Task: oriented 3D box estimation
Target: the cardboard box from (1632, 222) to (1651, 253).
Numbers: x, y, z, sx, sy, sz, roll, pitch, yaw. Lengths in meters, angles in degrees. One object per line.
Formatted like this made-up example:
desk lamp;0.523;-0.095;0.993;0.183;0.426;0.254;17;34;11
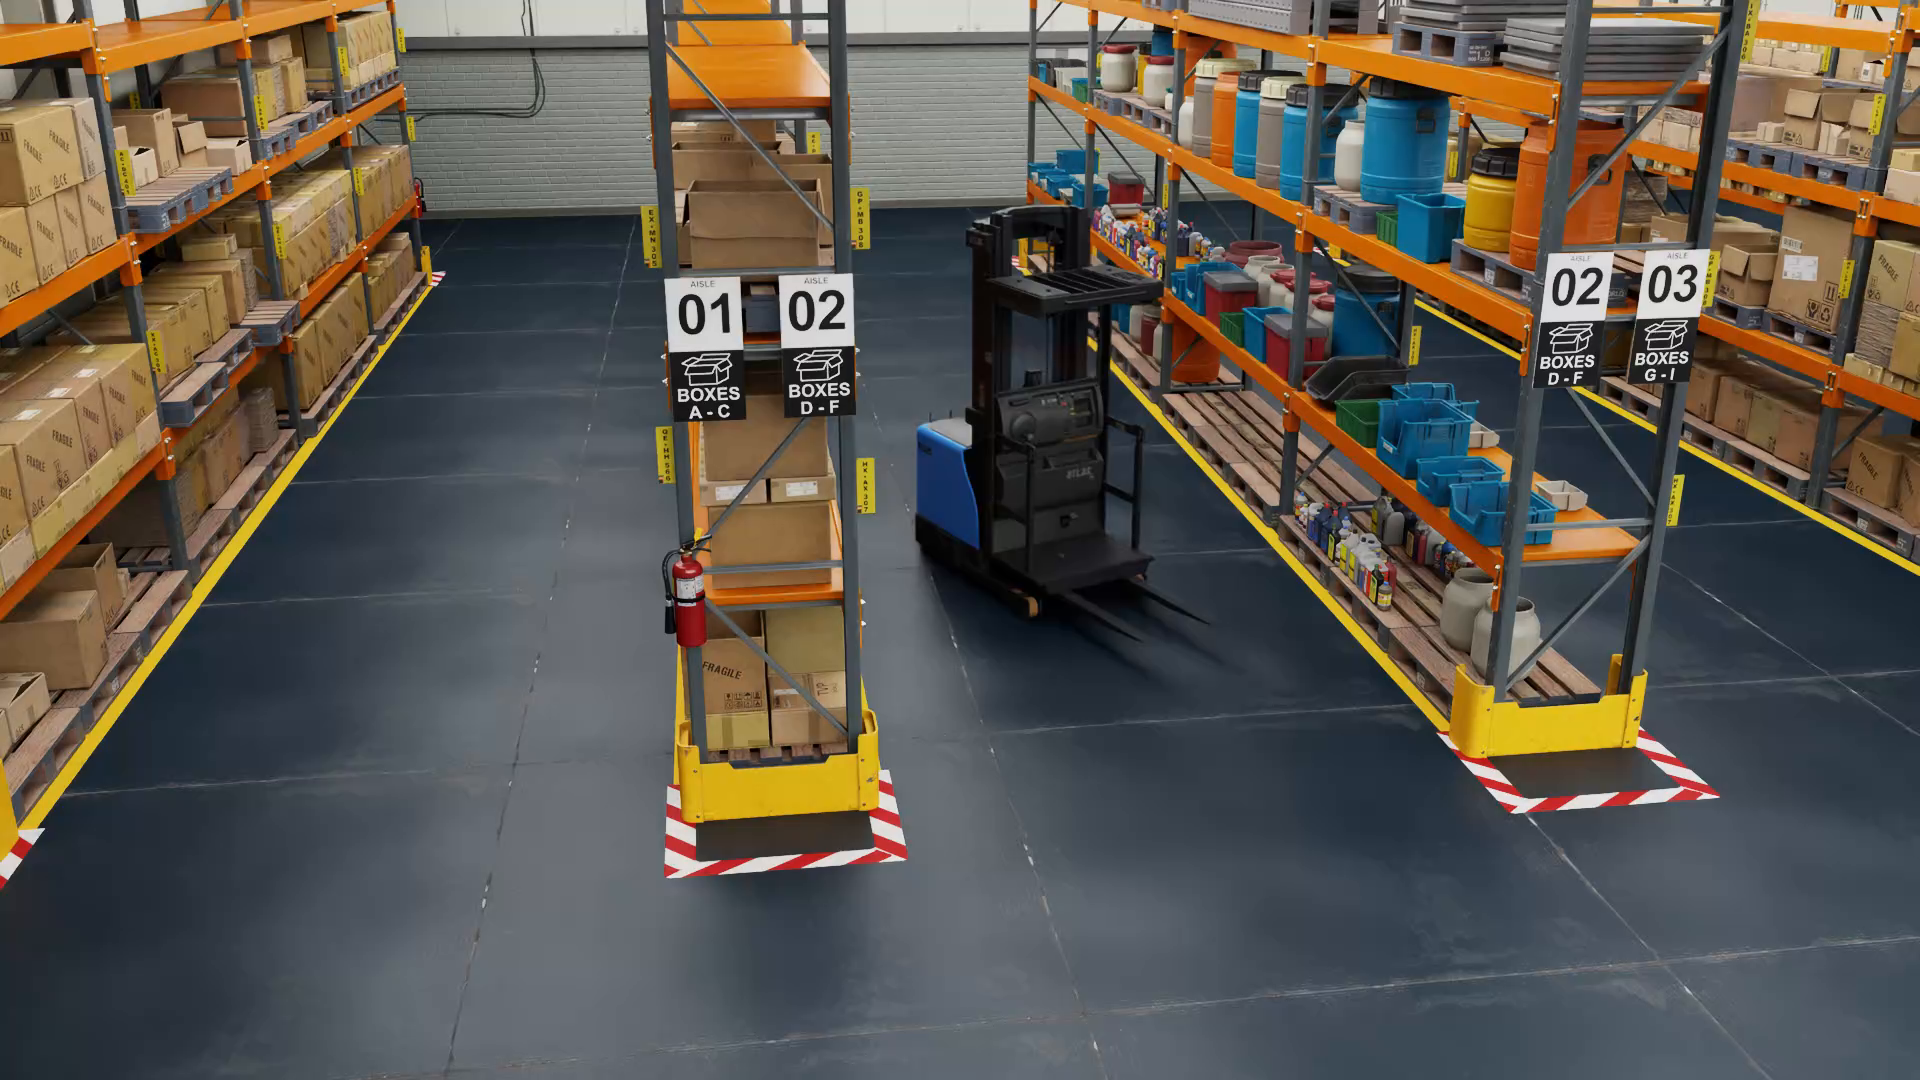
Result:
cardboard box;7.767;-3.335;18.714;0.500;0.500;0.500;-2;21;-6

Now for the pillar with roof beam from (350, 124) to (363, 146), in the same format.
pillar with roof beam;-5.275;-9.045;25.571;9.100;9.000;0.400;-3;21;-8

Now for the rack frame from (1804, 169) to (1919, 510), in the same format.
rack frame;8.144;-1.721;14.536;1.000;3.000;0.127;-3;21;-8

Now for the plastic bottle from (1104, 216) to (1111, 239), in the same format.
plastic bottle;1.822;-3.833;20.375;0.097;0.271;0.097;0;20;0

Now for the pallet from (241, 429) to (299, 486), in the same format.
pallet;-7.026;-0.779;16.001;1.003;0.211;1.213;-3;21;-8

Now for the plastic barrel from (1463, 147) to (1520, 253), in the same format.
plastic barrel;3.530;-2.164;10.568;0.600;0.588;0.600;0;20;0

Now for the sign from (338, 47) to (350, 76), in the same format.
sign;-7.178;-5.567;19.358;0.100;0.325;0.005;-3;21;-8

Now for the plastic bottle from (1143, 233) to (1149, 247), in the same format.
plastic bottle;2.137;-3.387;19.164;0.061;0.283;0.133;-3;21;-8

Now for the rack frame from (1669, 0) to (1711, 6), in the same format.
rack frame;11.337;-8.901;25.187;1.000;3.000;0.127;-3;21;-8

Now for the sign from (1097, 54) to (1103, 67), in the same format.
sign;2.055;-7.015;24.574;0.100;0.325;0.005;-3;21;-8

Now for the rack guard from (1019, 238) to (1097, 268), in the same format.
rack guard;1.497;-4.462;25.449;1.175;0.500;0.348;-3;21;-8

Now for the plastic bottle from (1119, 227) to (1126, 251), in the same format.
plastic bottle;1.936;-3.559;19.641;0.097;0.271;0.097;0;20;0

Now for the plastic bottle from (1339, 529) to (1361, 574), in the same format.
plastic bottle;3.037;0.077;12.881;0.144;0.351;0.185;-3;21;-8

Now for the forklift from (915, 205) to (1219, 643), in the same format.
forklift;0.809;-0.963;12.605;1.130;2.935;3.031;-12;23;-29

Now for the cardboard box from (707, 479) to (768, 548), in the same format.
cardboard box;-1.217;-0.228;10.397;0.700;0.500;0.500;-2;21;-6

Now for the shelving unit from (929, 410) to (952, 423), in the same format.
shelving unit;-0.127;-0.565;14.228;0.215;1.050;0.252;-7;22;-17

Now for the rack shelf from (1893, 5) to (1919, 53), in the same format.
rack shelf;8.433;-3.500;11.759;1.077;0.370;4.000;-3;21;-8

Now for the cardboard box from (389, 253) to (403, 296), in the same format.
cardboard box;-7.945;-3.567;22.452;0.700;0.500;0.500;-4;21;-10

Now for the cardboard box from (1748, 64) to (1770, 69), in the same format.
cardboard box;11.442;-6.546;23.383;0.500;0.250;0.500;-3;21;-8

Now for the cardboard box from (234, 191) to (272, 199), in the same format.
cardboard box;-7.675;-3.581;17.847;0.500;0.250;0.500;-3;21;-9

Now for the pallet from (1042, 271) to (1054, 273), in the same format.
pallet;1.766;-3.610;23.581;1.003;0.211;1.213;-3;21;-8

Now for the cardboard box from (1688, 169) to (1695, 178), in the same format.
cardboard box;11.296;-5.580;25.227;0.380;0.149;0.250;-2;21;-5

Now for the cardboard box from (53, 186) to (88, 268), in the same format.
cardboard box;-6.183;-2.095;11.078;0.500;0.500;0.500;-5;21;-12

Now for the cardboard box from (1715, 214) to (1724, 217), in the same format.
cardboard box;11.644;-4.970;25.860;0.380;0.149;0.250;-3;21;-7

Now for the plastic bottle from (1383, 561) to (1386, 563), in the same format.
plastic bottle;3.213;0.256;12.615;0.097;0.201;0.097;0;20;0

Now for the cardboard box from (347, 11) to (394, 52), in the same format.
cardboard box;-7.915;-6.816;22.291;0.500;0.500;0.500;-3;21;-8

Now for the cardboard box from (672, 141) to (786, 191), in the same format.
cardboard box;-1.546;-2.362;11.017;0.797;0.503;0.637;-1;20;-2

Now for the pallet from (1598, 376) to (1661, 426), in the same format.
pallet;7.679;-1.529;18.008;1.003;0.211;1.213;-3;21;-8

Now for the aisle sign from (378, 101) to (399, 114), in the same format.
aisle sign;-8.004;-6.384;23.306;0.394;0.787;0.004;-3;21;-8

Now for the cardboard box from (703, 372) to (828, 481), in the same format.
cardboard box;-1.145;-0.673;9.733;0.700;0.500;0.500;-3;21;-8

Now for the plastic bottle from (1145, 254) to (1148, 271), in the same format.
plastic bottle;2.112;-3.103;18.522;0.097;0.201;0.097;0;20;0

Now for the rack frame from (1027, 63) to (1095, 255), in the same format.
rack frame;1.513;-5.626;24.992;1.000;3.000;0.127;-3;21;-8

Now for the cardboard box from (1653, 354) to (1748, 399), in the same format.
cardboard box;7.777;-1.718;17.474;0.700;0.500;0.500;-5;21;-12

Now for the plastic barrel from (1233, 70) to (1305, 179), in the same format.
plastic barrel;2.767;-3.729;14.910;0.600;0.901;0.708;-3;21;-8

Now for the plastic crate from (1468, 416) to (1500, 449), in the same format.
plastic crate;3.728;-0.798;12.442;0.530;0.136;0.437;-3;21;-8

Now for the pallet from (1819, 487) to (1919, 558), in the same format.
pallet;8.276;-0.184;14.406;1.003;0.211;1.213;-3;21;-8

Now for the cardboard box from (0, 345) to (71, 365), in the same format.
cardboard box;-6.699;-1.088;11.957;0.500;0.500;0.500;-3;21;-9

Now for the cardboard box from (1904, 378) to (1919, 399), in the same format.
cardboard box;8.010;-1.255;13.648;0.380;0.149;0.250;-3;21;-8

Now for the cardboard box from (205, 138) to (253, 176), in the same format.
cardboard box;-6.766;-3.493;15.094;0.500;0.311;0.500;-3;21;-8

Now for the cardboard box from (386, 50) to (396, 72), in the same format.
cardboard box;-7.922;-6.464;22.421;0.500;0.250;0.500;-2;21;-6

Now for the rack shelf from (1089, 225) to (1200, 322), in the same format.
rack shelf;2.378;-3.211;19.555;1.077;0.370;4.000;-3;21;-8

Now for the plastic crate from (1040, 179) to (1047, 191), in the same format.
plastic crate;1.285;-5.078;23.816;0.250;0.136;0.298;-3;21;-8

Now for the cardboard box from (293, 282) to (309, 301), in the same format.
cardboard box;-6.938;-2.558;17.107;0.380;0.149;0.250;-2;21;-6

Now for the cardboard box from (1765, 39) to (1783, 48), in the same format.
cardboard box;11.440;-6.917;23.091;0.380;0.149;0.250;-4;21;-10

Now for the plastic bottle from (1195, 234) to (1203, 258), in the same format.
plastic bottle;2.768;-3.403;19.225;0.097;0.271;0.097;0;20;0

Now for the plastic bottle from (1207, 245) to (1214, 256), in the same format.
plastic bottle;2.808;-3.160;18.575;0.097;0.271;0.097;0;20;0

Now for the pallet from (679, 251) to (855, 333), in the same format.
pallet;-1.159;-1.447;9.644;1.003;0.211;1.213;-3;21;-8

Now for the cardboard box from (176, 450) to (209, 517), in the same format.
cardboard box;-6.807;-0.437;14.042;0.700;0.500;0.500;-3;21;-9

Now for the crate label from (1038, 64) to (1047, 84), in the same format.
crate label;1.327;-6.626;23.594;0.408;0.251;0.502;-3;21;-8

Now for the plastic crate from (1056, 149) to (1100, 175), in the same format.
plastic crate;1.746;-5.564;24.690;0.616;0.435;0.499;-3;21;-8

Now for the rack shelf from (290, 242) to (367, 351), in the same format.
rack shelf;-7.425;-2.712;18.218;1.077;0.370;4.000;-3;21;-8

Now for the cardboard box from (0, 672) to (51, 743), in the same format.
cardboard box;-6.077;1.026;10.397;0.500;0.311;0.500;-1;21;-3

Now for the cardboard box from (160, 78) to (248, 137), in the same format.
cardboard box;-7.262;-4.176;16.052;0.700;0.500;0.500;-5;21;-12

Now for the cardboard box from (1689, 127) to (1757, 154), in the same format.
cardboard box;7.541;-3.910;16.324;0.500;0.250;0.500;-2;21;-7
